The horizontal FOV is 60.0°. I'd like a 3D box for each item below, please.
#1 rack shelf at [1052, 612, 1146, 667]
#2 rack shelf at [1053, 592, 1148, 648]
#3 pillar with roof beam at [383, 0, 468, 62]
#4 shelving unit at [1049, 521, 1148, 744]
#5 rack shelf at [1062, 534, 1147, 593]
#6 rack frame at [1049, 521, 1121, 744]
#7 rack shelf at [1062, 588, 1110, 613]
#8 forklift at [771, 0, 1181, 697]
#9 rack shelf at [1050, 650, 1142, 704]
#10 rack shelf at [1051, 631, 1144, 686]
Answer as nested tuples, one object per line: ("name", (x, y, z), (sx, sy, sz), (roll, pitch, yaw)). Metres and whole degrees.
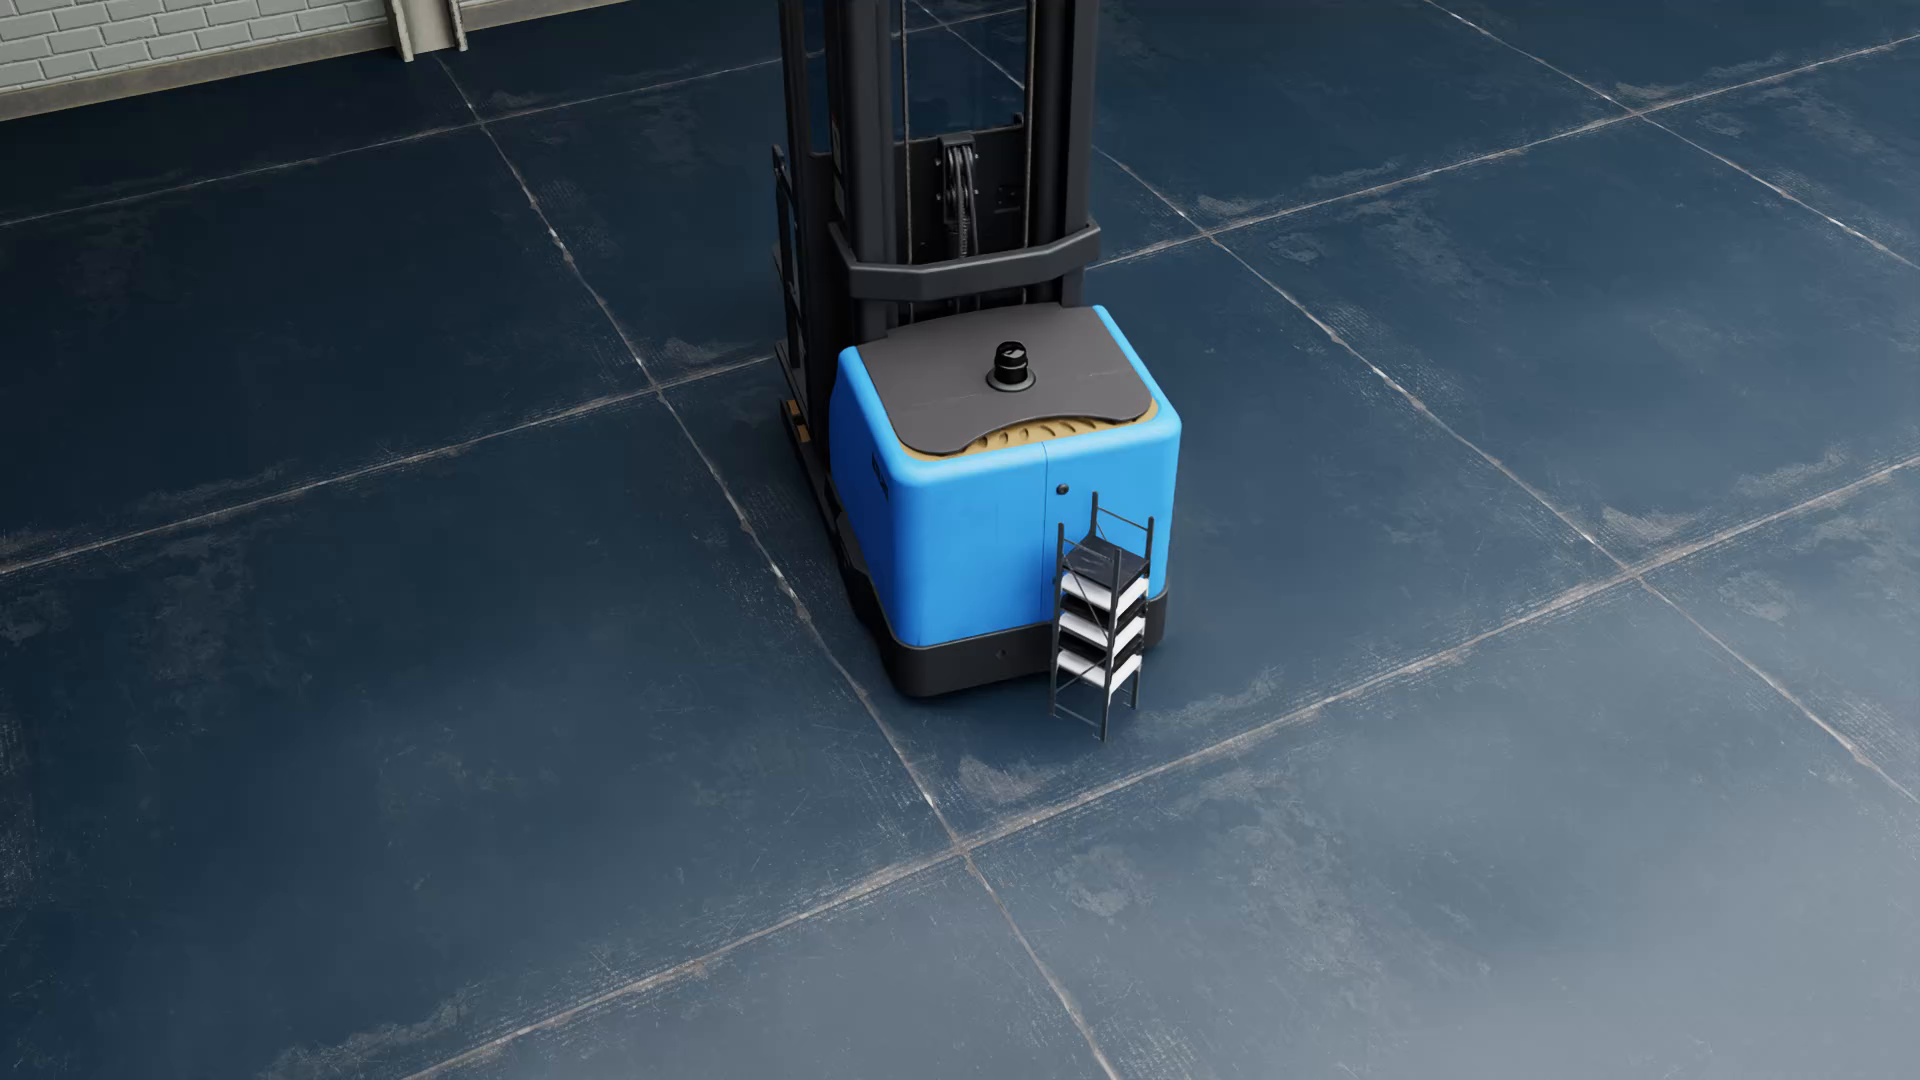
("rack shelf", (0.479, 0.304, 5.747), (0.258, 0.077, 0.200), (26, 47, 27))
("rack shelf", (0.479, 0.235, 5.688), (0.258, 0.077, 0.200), (26, 47, 27))
("pillar with roof beam", (-1.320, -4.052, 4.571), (0.400, 9.000, 9.100), (-19, 44, -21))
("shelving unit", (0.478, 0.279, 5.724), (0.258, 0.900, 0.205), (26, 47, 27))
("rack shelf", (0.479, 0.082, 5.559), (0.221, 0.026, 0.190), (26, 47, 27))
("rack frame", (0.418, 0.331, 5.663), (0.240, 0.900, 0.006), (26, 47, 27))
("rack shelf", (0.479, 0.155, 5.621), (0.199, 0.015, 0.184), (26, 47, 27))
("forklift", (-0.151, -1.493, 6.294), (1.129, 2.867, 3.031), (-11, 41, -13))
("rack shelf", (0.479, 0.441, 5.863), (0.258, 0.077, 0.200), (26, 47, 27))
("rack shelf", (0.479, 0.372, 5.805), (0.258, 0.077, 0.200), (26, 47, 27))
